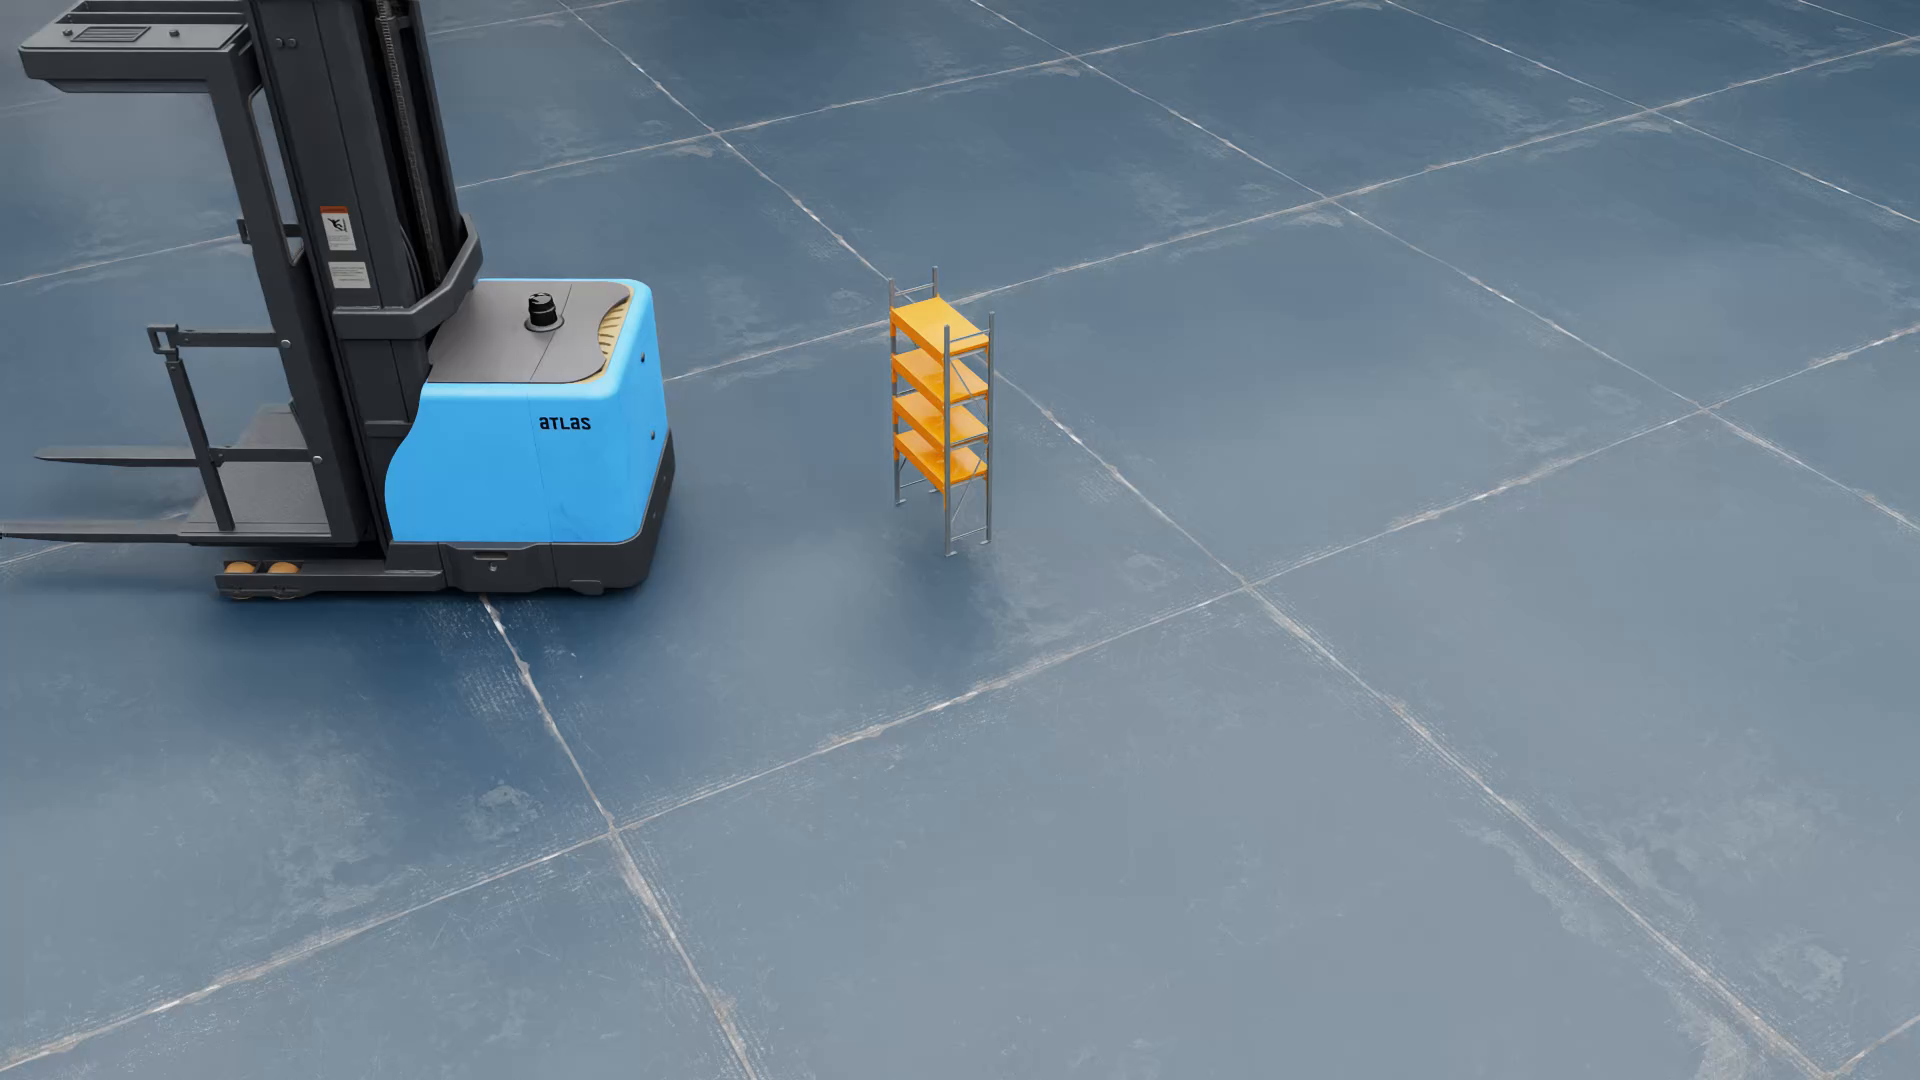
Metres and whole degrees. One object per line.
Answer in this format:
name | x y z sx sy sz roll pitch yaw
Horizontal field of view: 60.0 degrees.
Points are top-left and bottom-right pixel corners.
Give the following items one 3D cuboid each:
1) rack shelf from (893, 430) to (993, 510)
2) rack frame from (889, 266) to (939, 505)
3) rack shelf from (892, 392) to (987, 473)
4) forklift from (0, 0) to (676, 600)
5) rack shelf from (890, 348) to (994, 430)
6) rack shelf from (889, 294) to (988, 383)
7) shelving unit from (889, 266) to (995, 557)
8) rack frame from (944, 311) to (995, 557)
rack shelf | -0.083 -0.354 7.668 0.258 0.148 0.480 -19 40 -24
rack frame | -0.206 -0.693 7.682 0.240 1.200 0.015 -19 40 -24
rack shelf | -0.083 -0.515 7.551 0.258 0.148 0.480 -19 40 -24
forklift | -2.904 -1.231 6.950 3.031 2.935 1.130 0 36 0
rack shelf | -0.083 -0.695 7.419 0.258 0.148 0.480 -19 40 -24
rack shelf | -0.083 -0.886 7.280 0.258 0.148 0.480 -19 40 -24
shelving unit | -0.083 -0.569 7.512 0.258 1.200 0.503 -19 40 -24
rack frame | 0.039 -0.445 7.341 0.240 1.200 0.015 -19 40 -24
